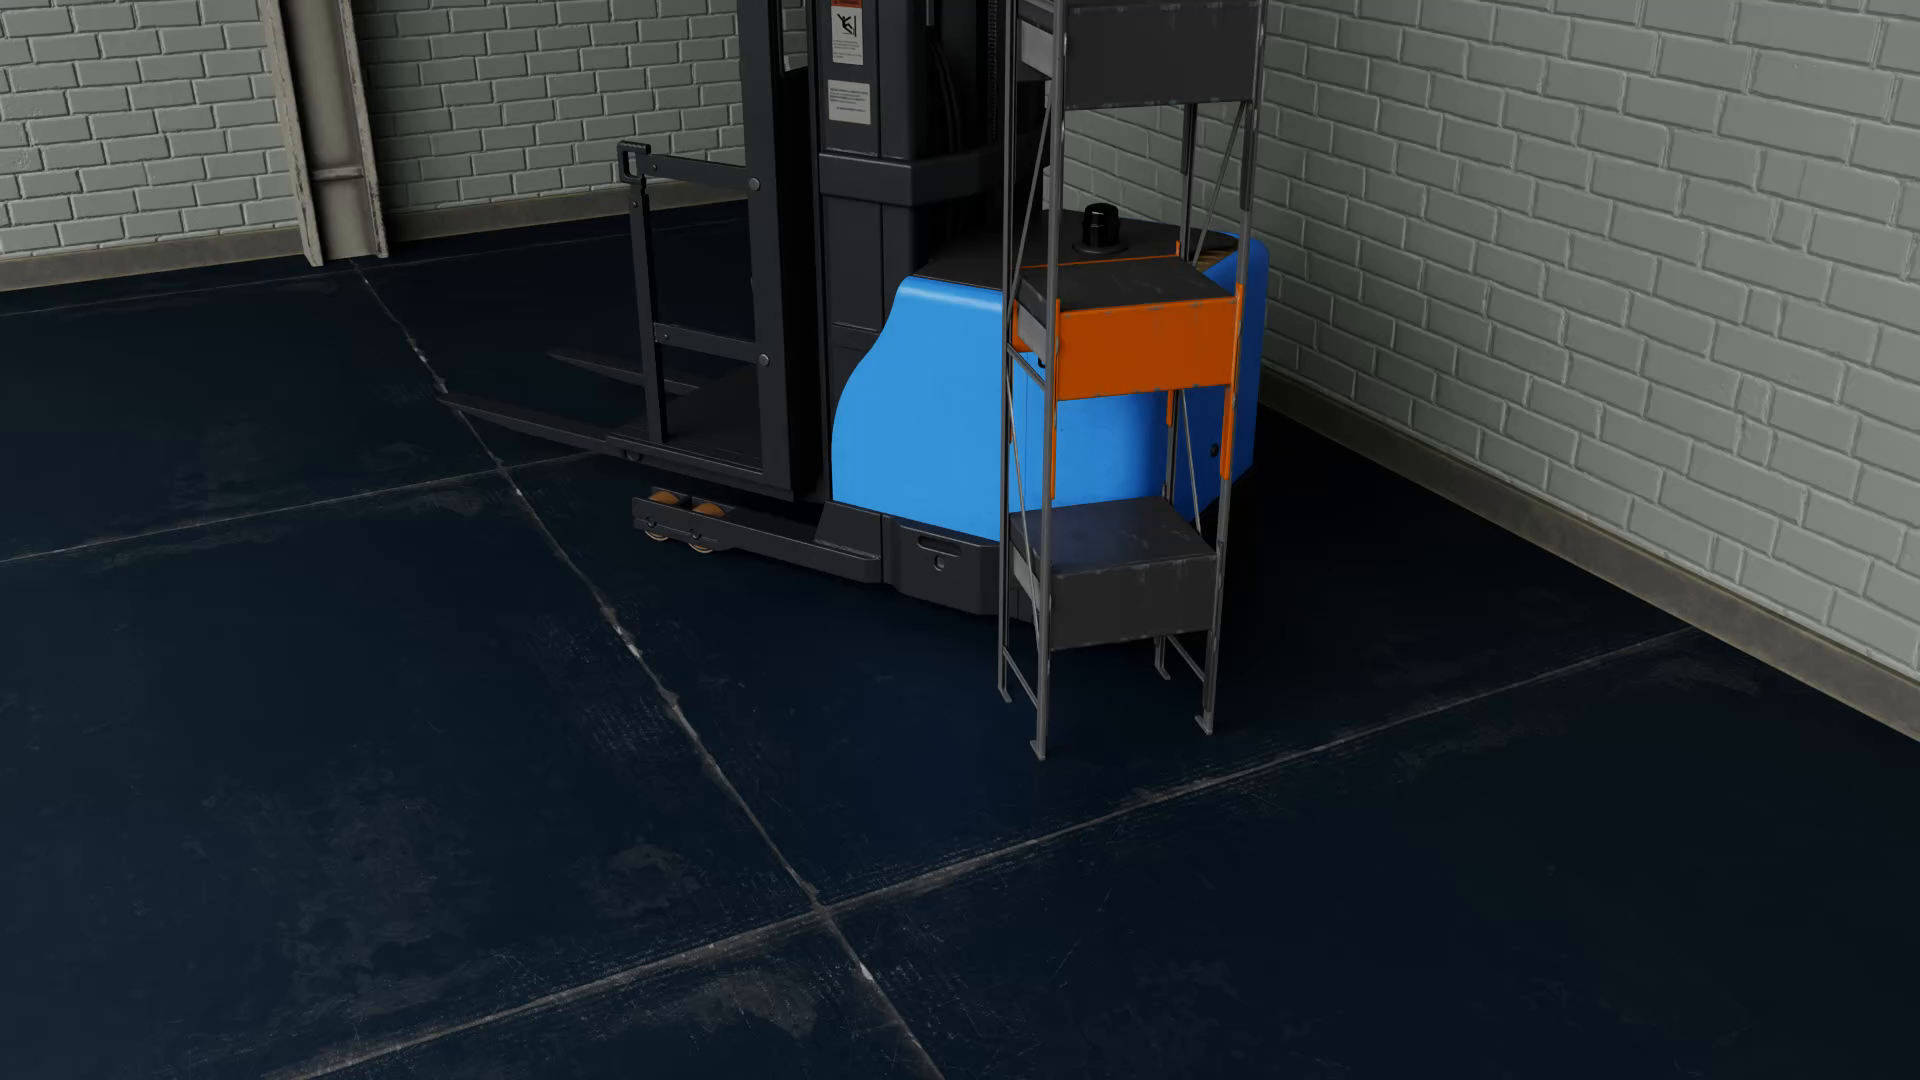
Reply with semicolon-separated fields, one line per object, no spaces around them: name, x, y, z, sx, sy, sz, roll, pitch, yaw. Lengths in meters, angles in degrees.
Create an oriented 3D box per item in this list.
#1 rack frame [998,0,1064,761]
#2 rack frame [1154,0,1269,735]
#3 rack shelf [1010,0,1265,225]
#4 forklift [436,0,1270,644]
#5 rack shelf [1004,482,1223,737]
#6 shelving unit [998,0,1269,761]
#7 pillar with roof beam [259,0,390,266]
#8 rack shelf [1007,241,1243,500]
rack frame;0.171;-0.432;4.224;0.015;2.100;0.400;-7;26;-14
rack frame;0.641;-0.488;4.341;0.015;2.100;0.400;-7;26;-14
rack shelf;0.406;-1.079;3.985;0.480;0.518;0.431;-7;26;-14
forklift;-0.537;-1.458;5.400;3.031;2.935;1.130;14;29;27
rack shelf;0.406;0.183;4.591;0.480;0.518;0.431;-7;26;-14
shelving unit;0.406;-0.460;4.282;0.503;2.100;0.431;-7;26;-14
pillar with roof beam;-1.276;-3.949;3.579;0.400;9.000;9.100;-13;29;-25
rack shelf;0.406;-0.448;4.288;0.480;0.518;0.431;-7;26;-14
